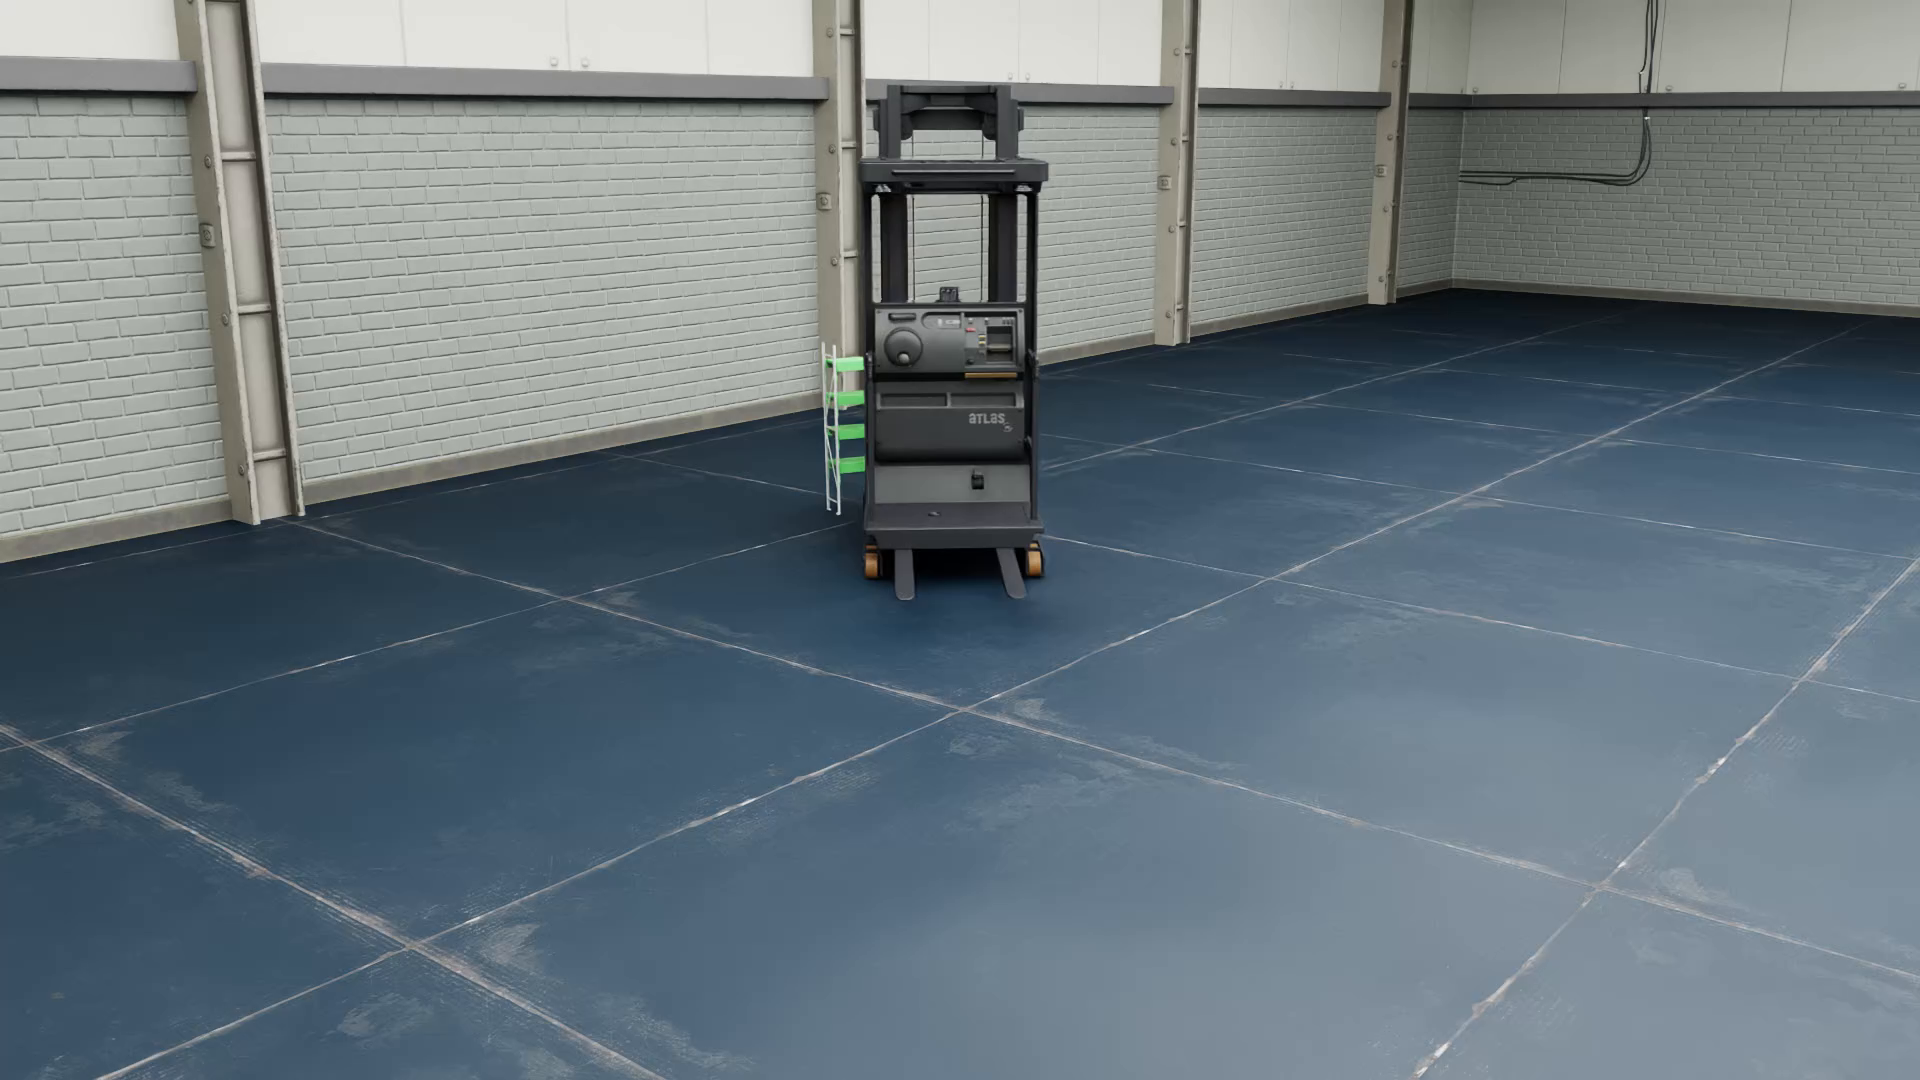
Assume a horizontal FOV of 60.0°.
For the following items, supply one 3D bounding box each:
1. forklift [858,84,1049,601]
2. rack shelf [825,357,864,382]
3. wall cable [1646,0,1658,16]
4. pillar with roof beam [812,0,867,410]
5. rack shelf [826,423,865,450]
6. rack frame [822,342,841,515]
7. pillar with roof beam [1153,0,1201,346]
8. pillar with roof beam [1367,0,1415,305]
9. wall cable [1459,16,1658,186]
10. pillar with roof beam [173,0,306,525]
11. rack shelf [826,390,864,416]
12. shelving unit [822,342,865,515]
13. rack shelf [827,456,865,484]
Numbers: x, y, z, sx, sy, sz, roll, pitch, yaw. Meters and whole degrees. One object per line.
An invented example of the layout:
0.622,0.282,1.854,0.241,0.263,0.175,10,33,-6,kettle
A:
-0.052,-1.260,10.130,1.130,2.935,3.031,-1,14,-2,forklift
-0.697,-1.220,11.779,0.480,0.148,0.258,-7,14,-24,rack shelf
11.400,-8.858,23.765,3.097,2.526,0.112,11,18,38,wall cable
2.222,-5.010,12.568,9.100,9.000,0.400,11,18,38,pillar with roof beam
-0.689,-0.751,11.882,0.480,0.148,0.258,-7,14,-24,rack shelf
-0.912,-0.788,11.768,0.015,1.200,0.240,-7,14,-24,rack frame
5.993,-6.159,17.091,9.100,9.000,0.400,11,18,38,pillar with roof beam
9.764,-7.308,21.614,9.100,9.000,0.400,11,18,38,pillar with roof beam
9.296,-6.829,26.034,3.097,2.526,0.112,11,18,38,wall cable
-1.549,-3.861,8.045,9.100,9.000,0.400,11,18,38,pillar with roof beam
-0.693,-0.985,11.830,0.480,0.148,0.258,-7,14,-24,rack shelf
-0.690,-0.813,11.868,0.503,1.200,0.258,-7,14,-24,shelving unit
-0.686,-0.517,11.933,0.480,0.148,0.258,-7,14,-24,rack shelf
